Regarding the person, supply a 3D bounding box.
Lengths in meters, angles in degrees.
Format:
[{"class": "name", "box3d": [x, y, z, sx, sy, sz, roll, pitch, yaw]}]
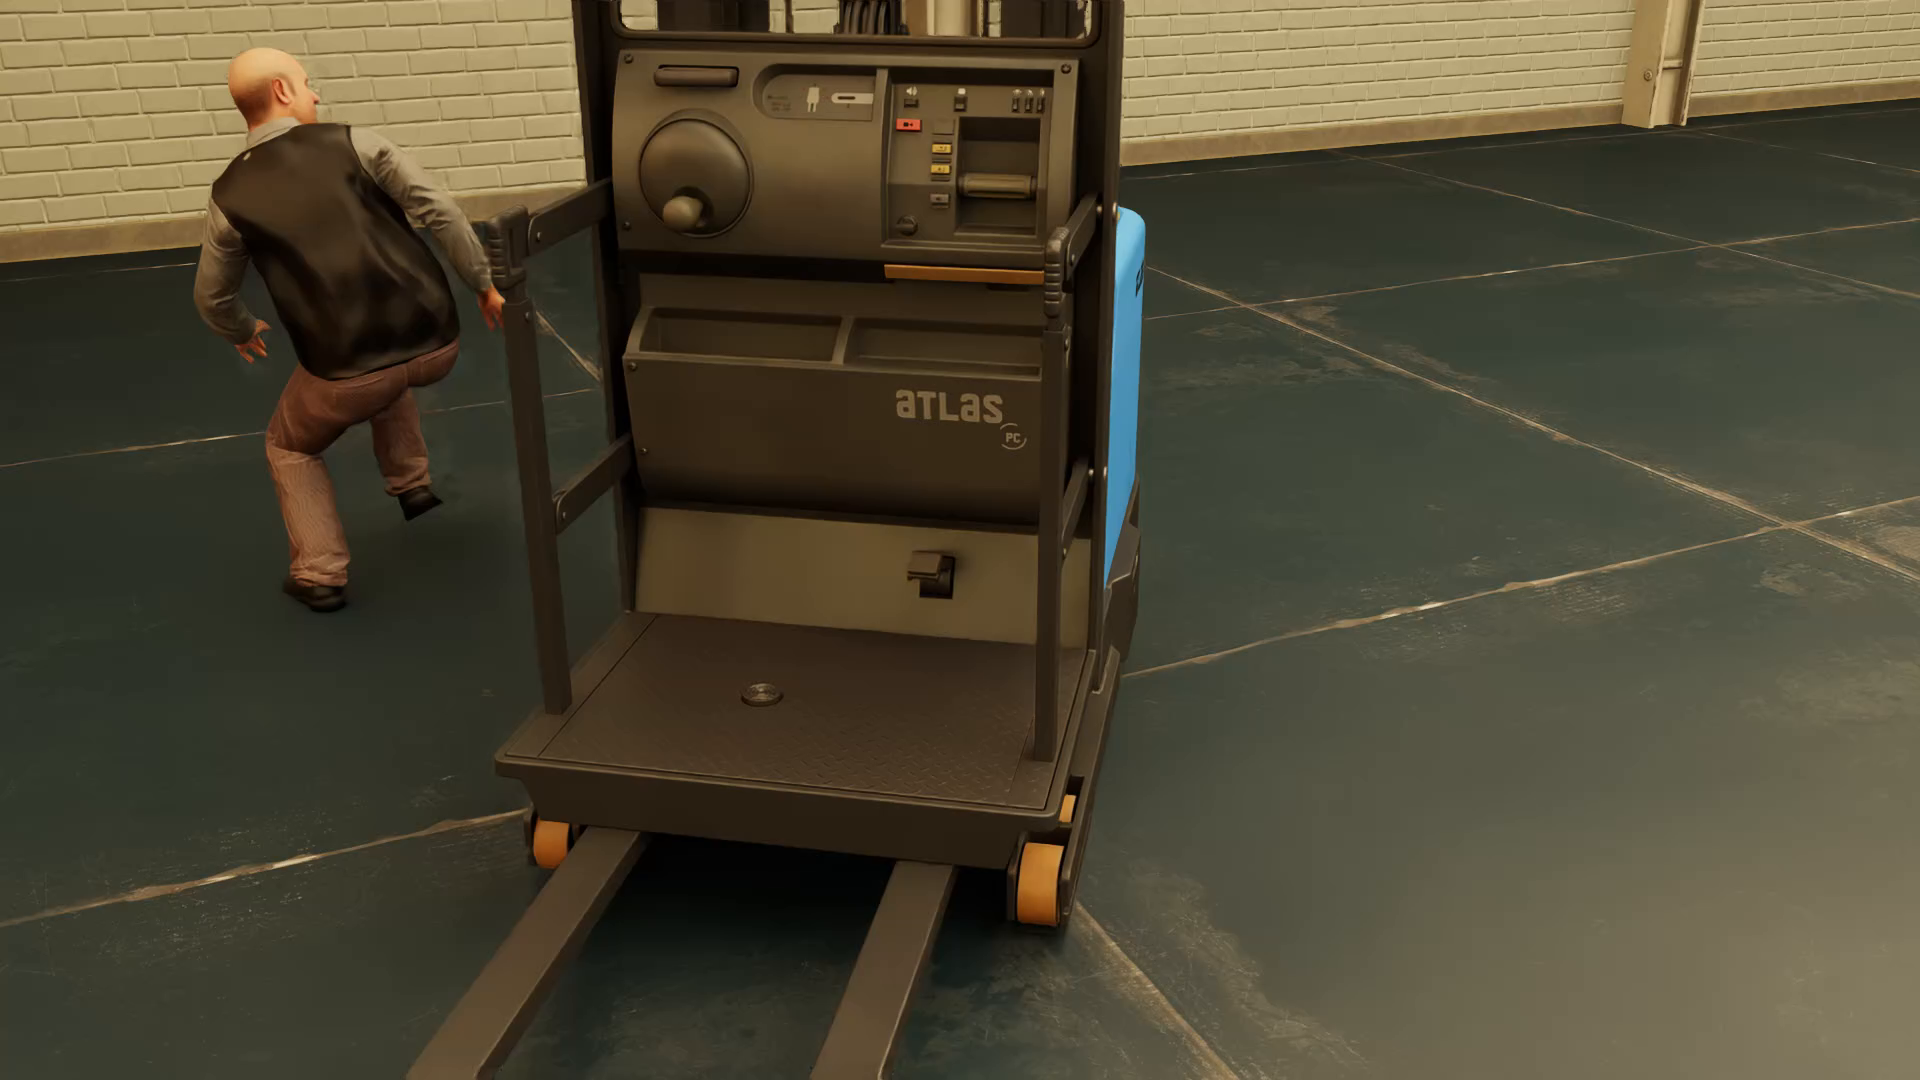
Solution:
[{"class": "person", "box3d": [-1.702, -0.600, 4.646, 0.759, 1.507, 0.704, -15, 27, -31]}]

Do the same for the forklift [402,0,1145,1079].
[{"class": "forklift", "box3d": [-0.273, -0.745, 3.080, 1.130, 2.935, 3.031, 4, 23, 10]}]
